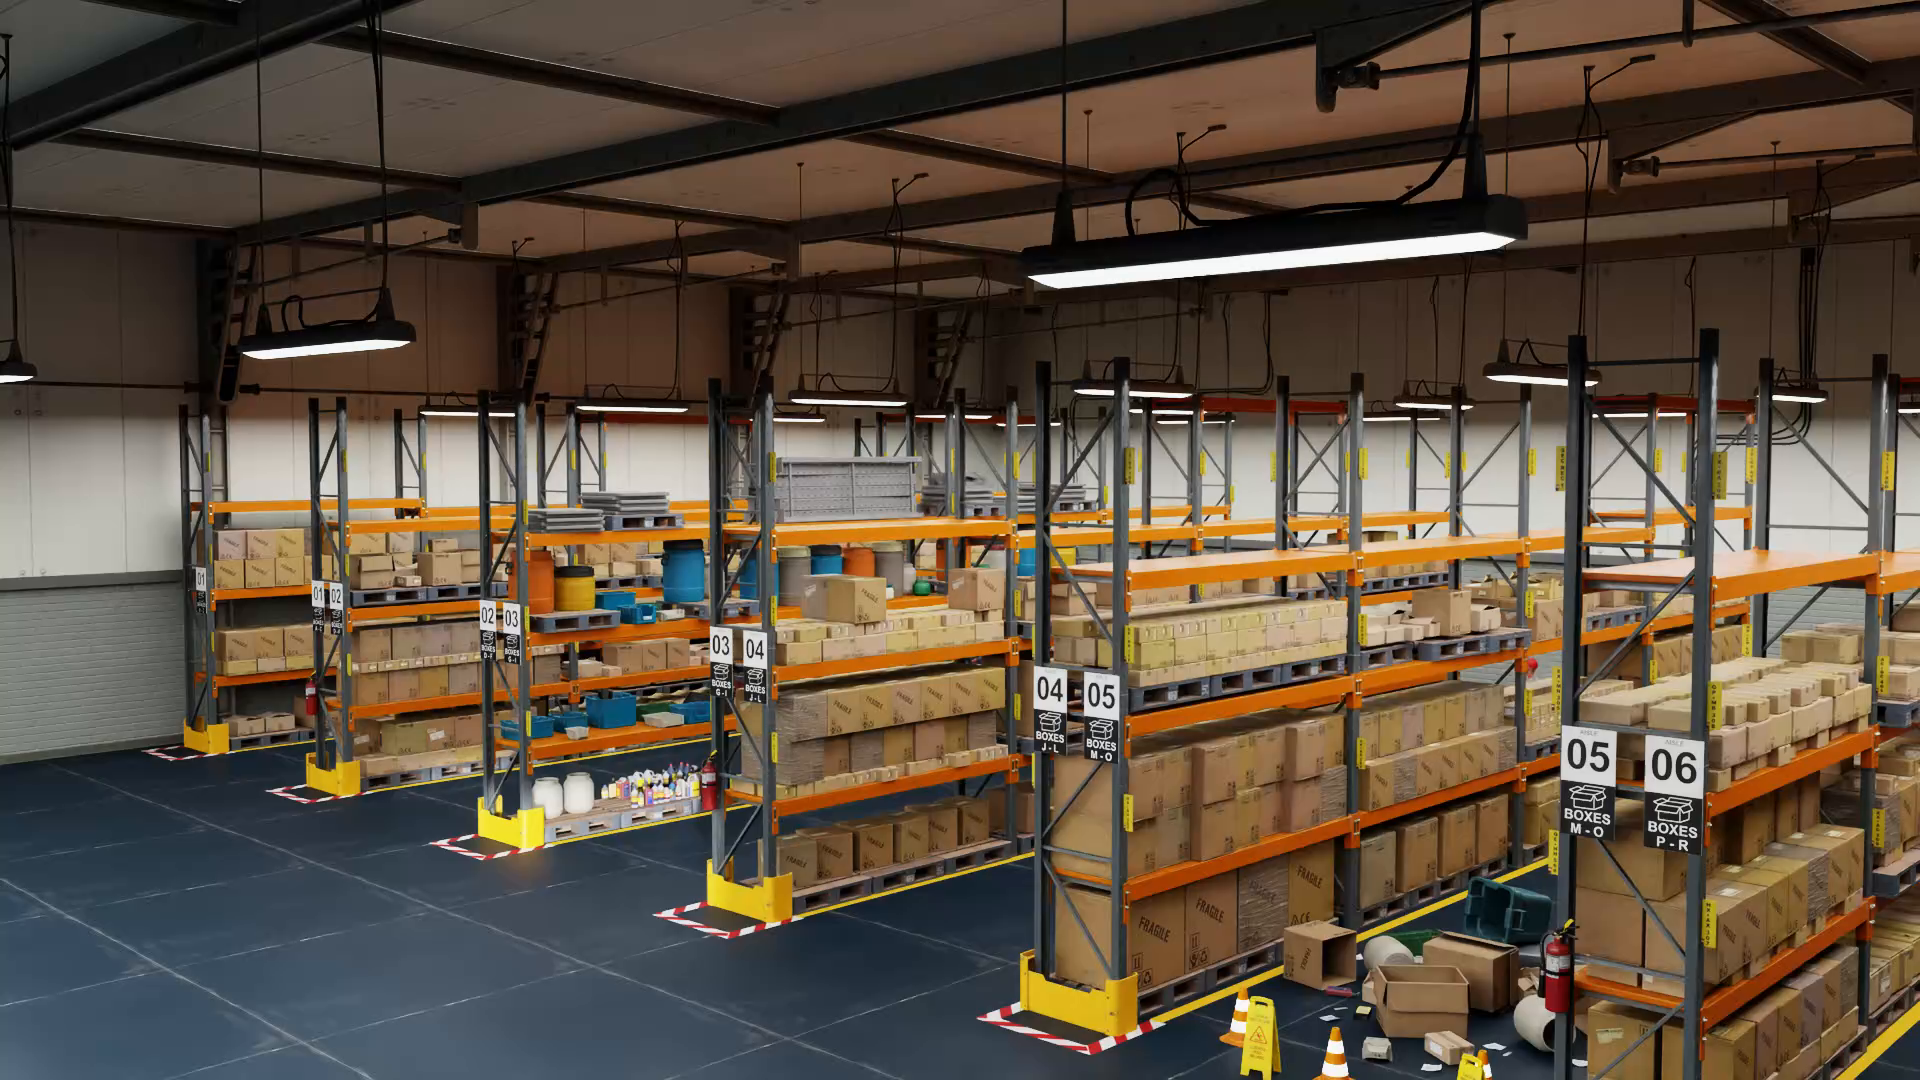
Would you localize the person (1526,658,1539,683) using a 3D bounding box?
[{"bbox_3d":[9.307,2.834,27.420,0.499,1.799,0.567,0,3,3],"label":"person"}]
